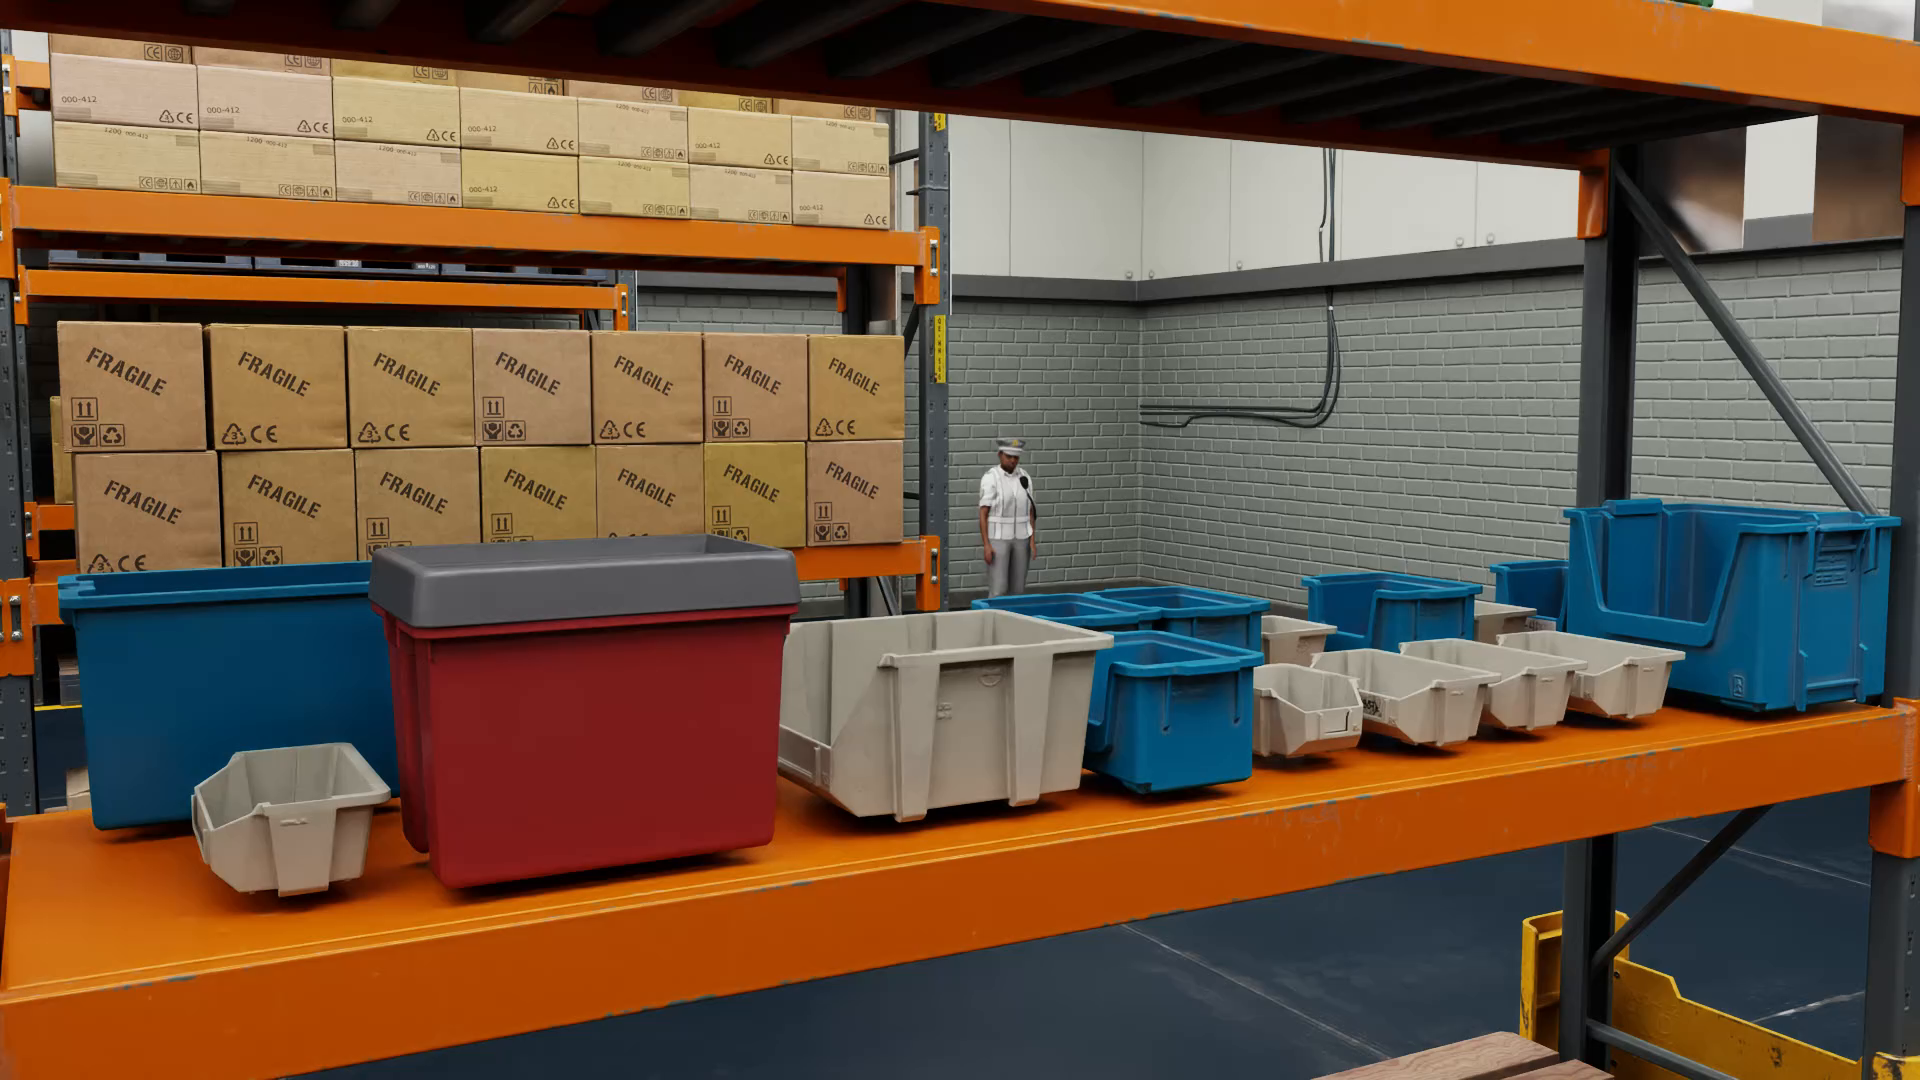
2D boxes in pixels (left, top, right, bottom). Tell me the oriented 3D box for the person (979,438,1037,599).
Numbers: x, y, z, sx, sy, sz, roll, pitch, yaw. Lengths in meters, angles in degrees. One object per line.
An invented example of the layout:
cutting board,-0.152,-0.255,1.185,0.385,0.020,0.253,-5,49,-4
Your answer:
person,0.382,0.035,13.017,0.463,1.668,0.505,-2,6,-23
